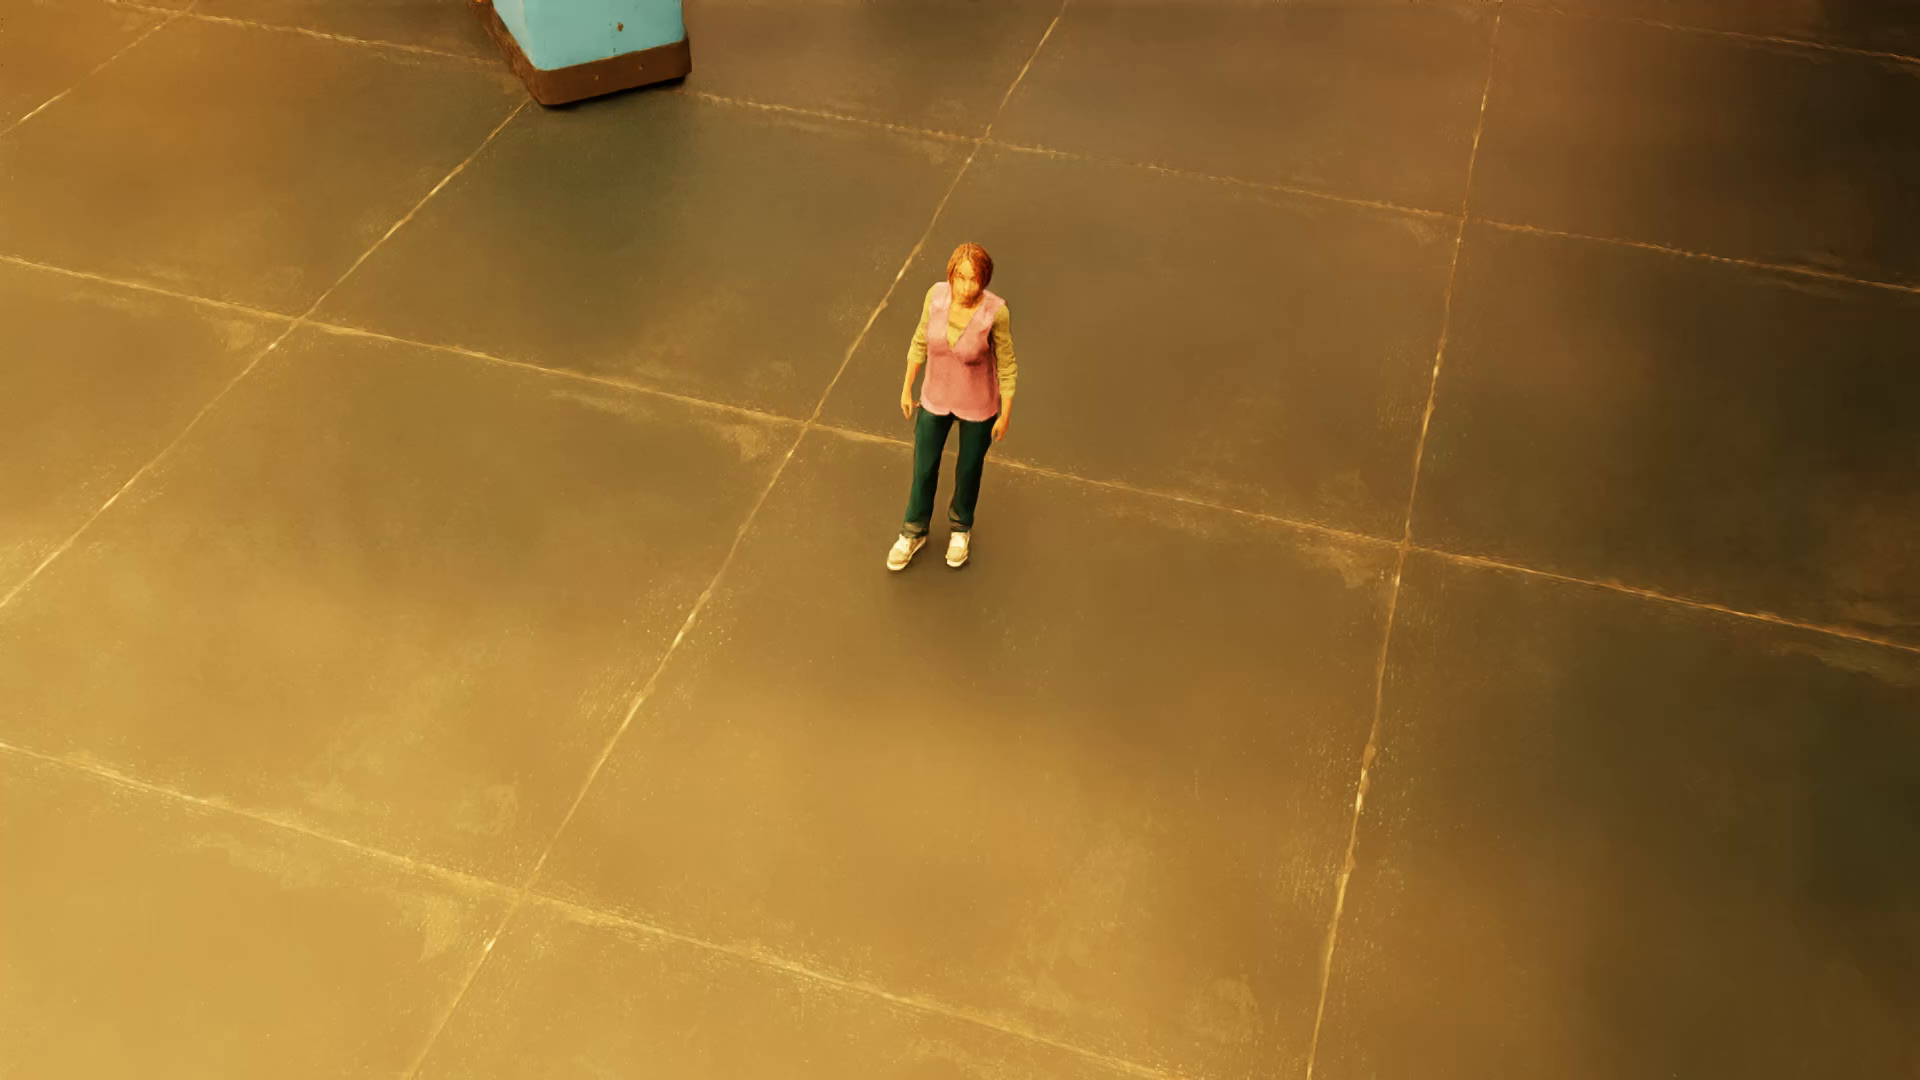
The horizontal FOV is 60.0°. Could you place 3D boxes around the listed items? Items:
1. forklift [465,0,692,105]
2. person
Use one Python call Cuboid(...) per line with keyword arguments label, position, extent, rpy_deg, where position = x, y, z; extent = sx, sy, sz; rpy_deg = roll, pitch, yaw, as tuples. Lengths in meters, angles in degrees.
Cuboid(label="forklift", position=(-2.910, -4.891, 10.946), extent=(1.130, 2.935, 3.031), rpy_deg=(-19, 46, -19))
Cuboid(label="person", position=(-0.036, -0.545, 7.243), extent=(0.520, 1.597, 0.474), rpy_deg=(12, 44, 13))
